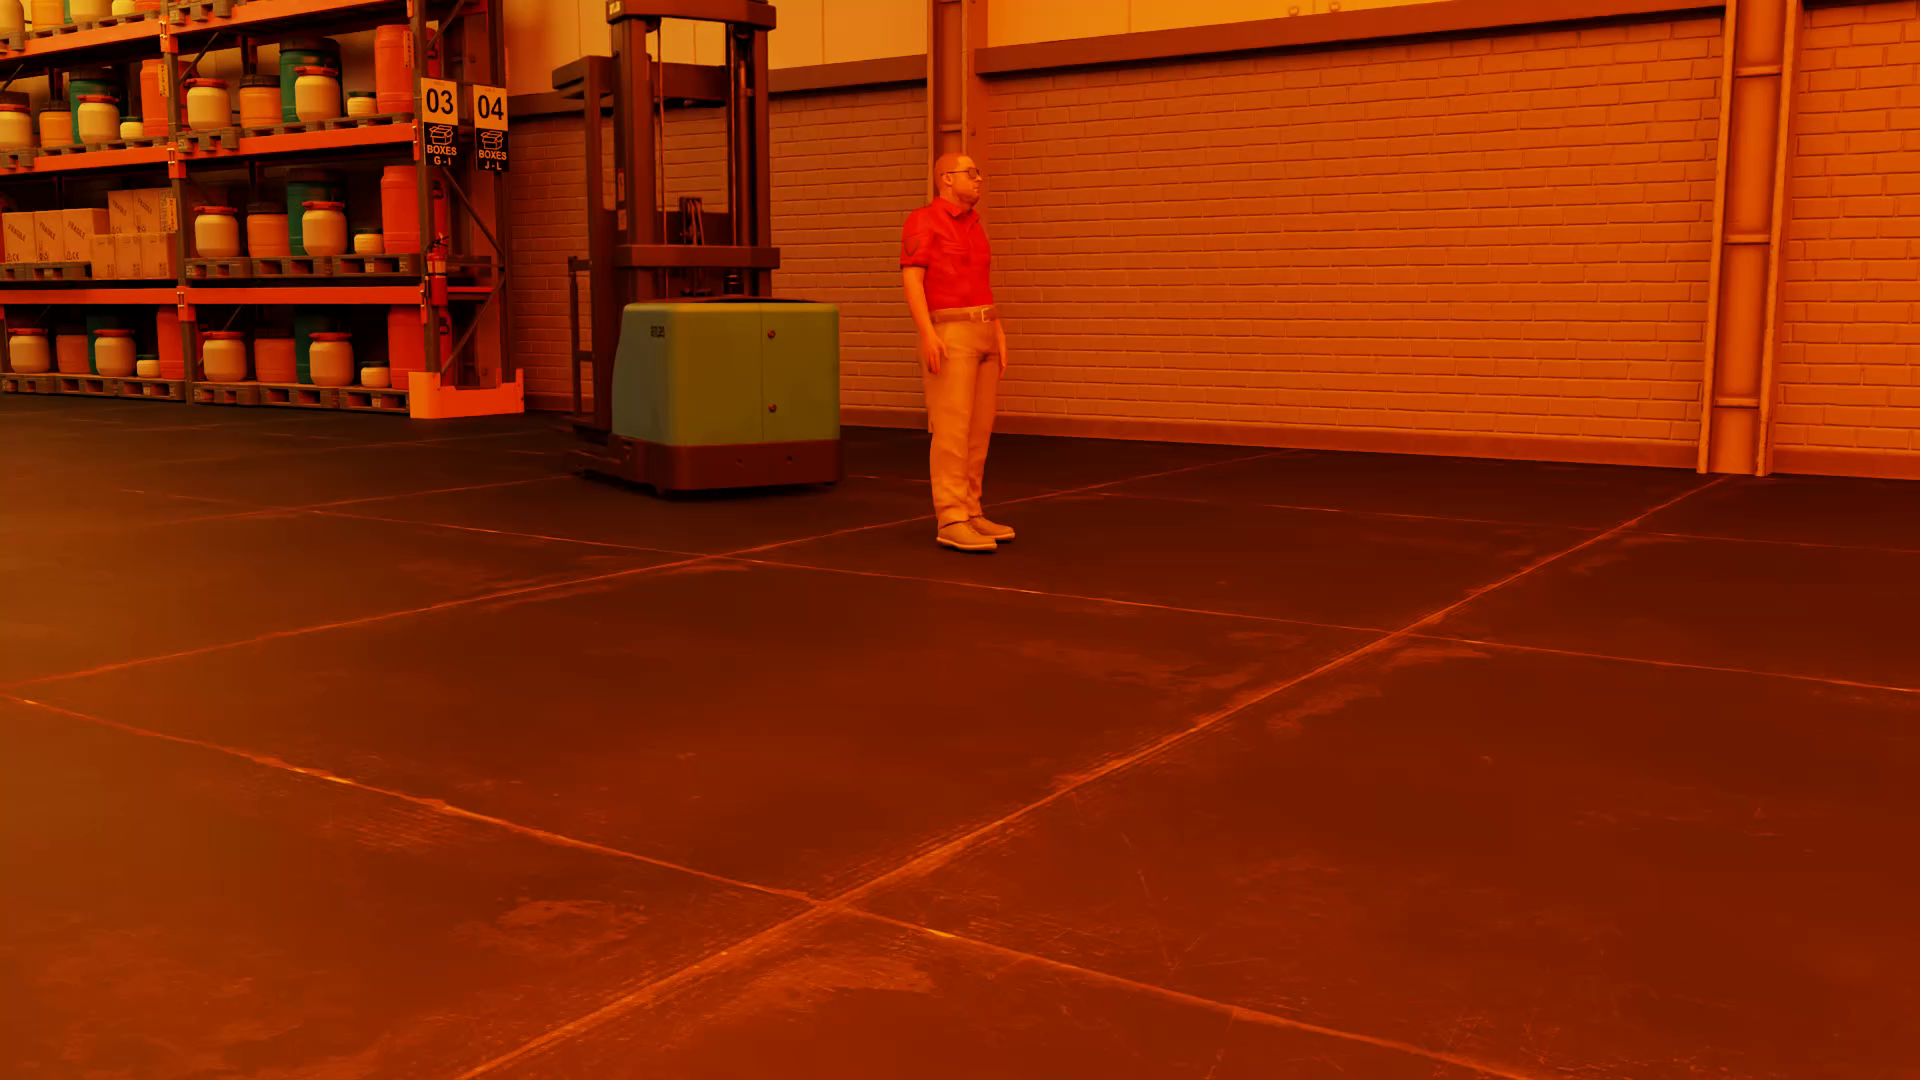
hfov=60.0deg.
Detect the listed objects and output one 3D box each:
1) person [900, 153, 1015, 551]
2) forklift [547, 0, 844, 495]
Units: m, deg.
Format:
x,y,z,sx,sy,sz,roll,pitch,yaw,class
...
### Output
x,y,z,sx,sy,sz,roll,pitch,yaw,class
0.068,-0.855,7.422,0.550,1.728,0.641,5,10,34,person
-1.836,-1.863,10.297,1.130,2.935,3.031,-5,9,-30,forklift
